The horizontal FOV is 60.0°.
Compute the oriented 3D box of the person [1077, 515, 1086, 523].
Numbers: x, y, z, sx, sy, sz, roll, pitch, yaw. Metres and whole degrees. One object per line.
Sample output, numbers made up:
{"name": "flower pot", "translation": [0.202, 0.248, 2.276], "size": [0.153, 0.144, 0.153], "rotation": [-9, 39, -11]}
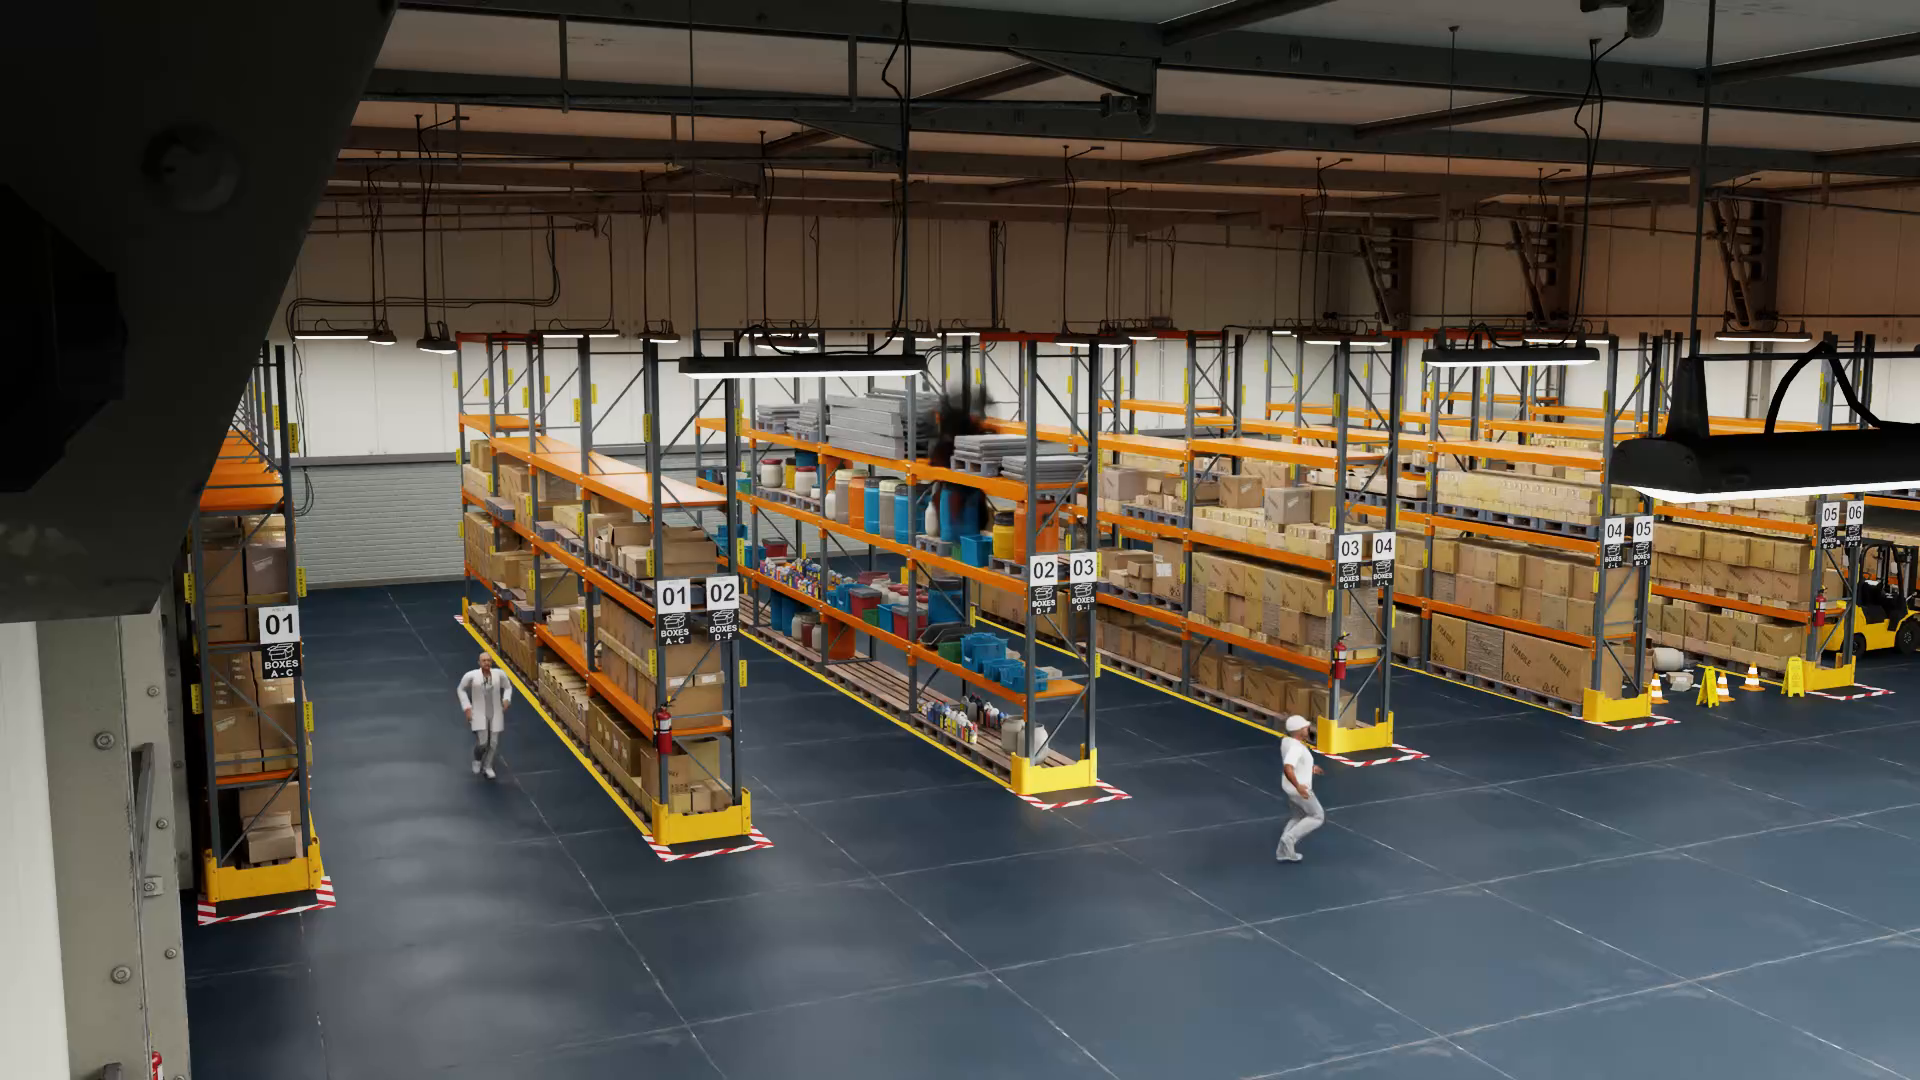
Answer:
{"name": "person", "translation": [2.803, 0.257, 38.548], "size": [0.667, 1.836, 0.796], "rotation": [-2, 8, -16]}

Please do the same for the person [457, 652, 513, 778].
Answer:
{"name": "person", "translation": [-6.475, 2.402, 22.818], "size": [0.722, 1.746, 0.628], "rotation": [-4, 9, -29]}

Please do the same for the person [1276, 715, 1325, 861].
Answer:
{"name": "person", "translation": [3.959, 2.880, 19.284], "size": [0.597, 1.721, 0.690], "rotation": [-1, 8, -5]}
